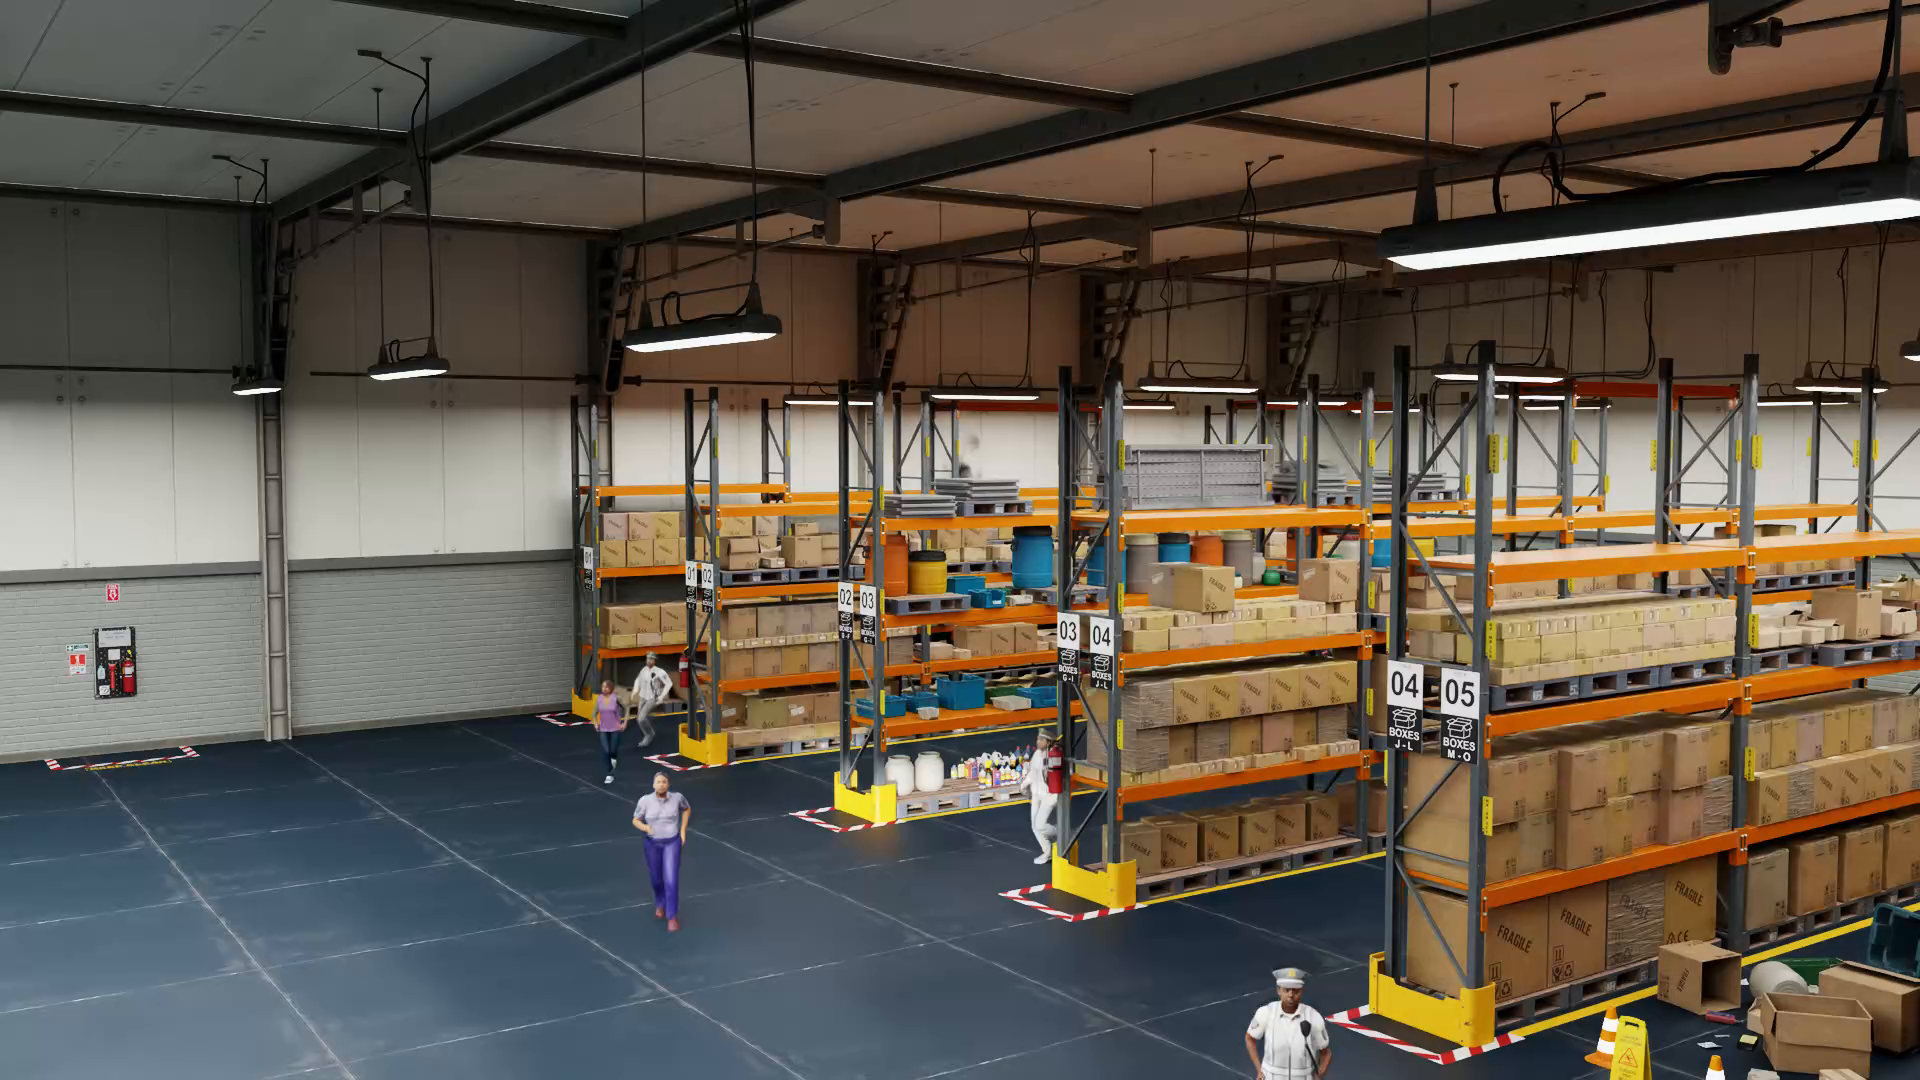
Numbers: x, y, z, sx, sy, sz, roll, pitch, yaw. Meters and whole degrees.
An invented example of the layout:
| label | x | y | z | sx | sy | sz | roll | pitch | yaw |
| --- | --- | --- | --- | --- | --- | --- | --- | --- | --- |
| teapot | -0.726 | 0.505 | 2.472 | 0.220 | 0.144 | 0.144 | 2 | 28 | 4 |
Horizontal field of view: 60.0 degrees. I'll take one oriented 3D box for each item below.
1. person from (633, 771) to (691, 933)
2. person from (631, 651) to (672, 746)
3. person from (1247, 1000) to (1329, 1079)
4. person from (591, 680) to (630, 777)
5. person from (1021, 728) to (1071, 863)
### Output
| label | x | y | z | sx | sy | sz | roll | pitch | yaw |
| --- | --- | --- | --- | --- | --- | --- | --- | --- | --- |
| person | -3.171 | 3.310 | 17.668 | 0.587 | 1.683 | 0.744 | 0 | 3 | -4 |
| person | -5.211 | 2.669 | 27.861 | 0.673 | 1.643 | 0.561 | 2 | 4 | 33 |
| person | 4.352 | 3.157 | 19.893 | 2.016 | 1.665 | 18.713 | 1 | 3 | 9 |
| person | -5.281 | 2.845 | 25.089 | 0.566 | 1.493 | 0.579 | 0 | 3 | 1 |
| person | 1.022 | 3.116 | 20.294 | 0.548 | 1.664 | 0.623 | -3 | 4 | -38 |
